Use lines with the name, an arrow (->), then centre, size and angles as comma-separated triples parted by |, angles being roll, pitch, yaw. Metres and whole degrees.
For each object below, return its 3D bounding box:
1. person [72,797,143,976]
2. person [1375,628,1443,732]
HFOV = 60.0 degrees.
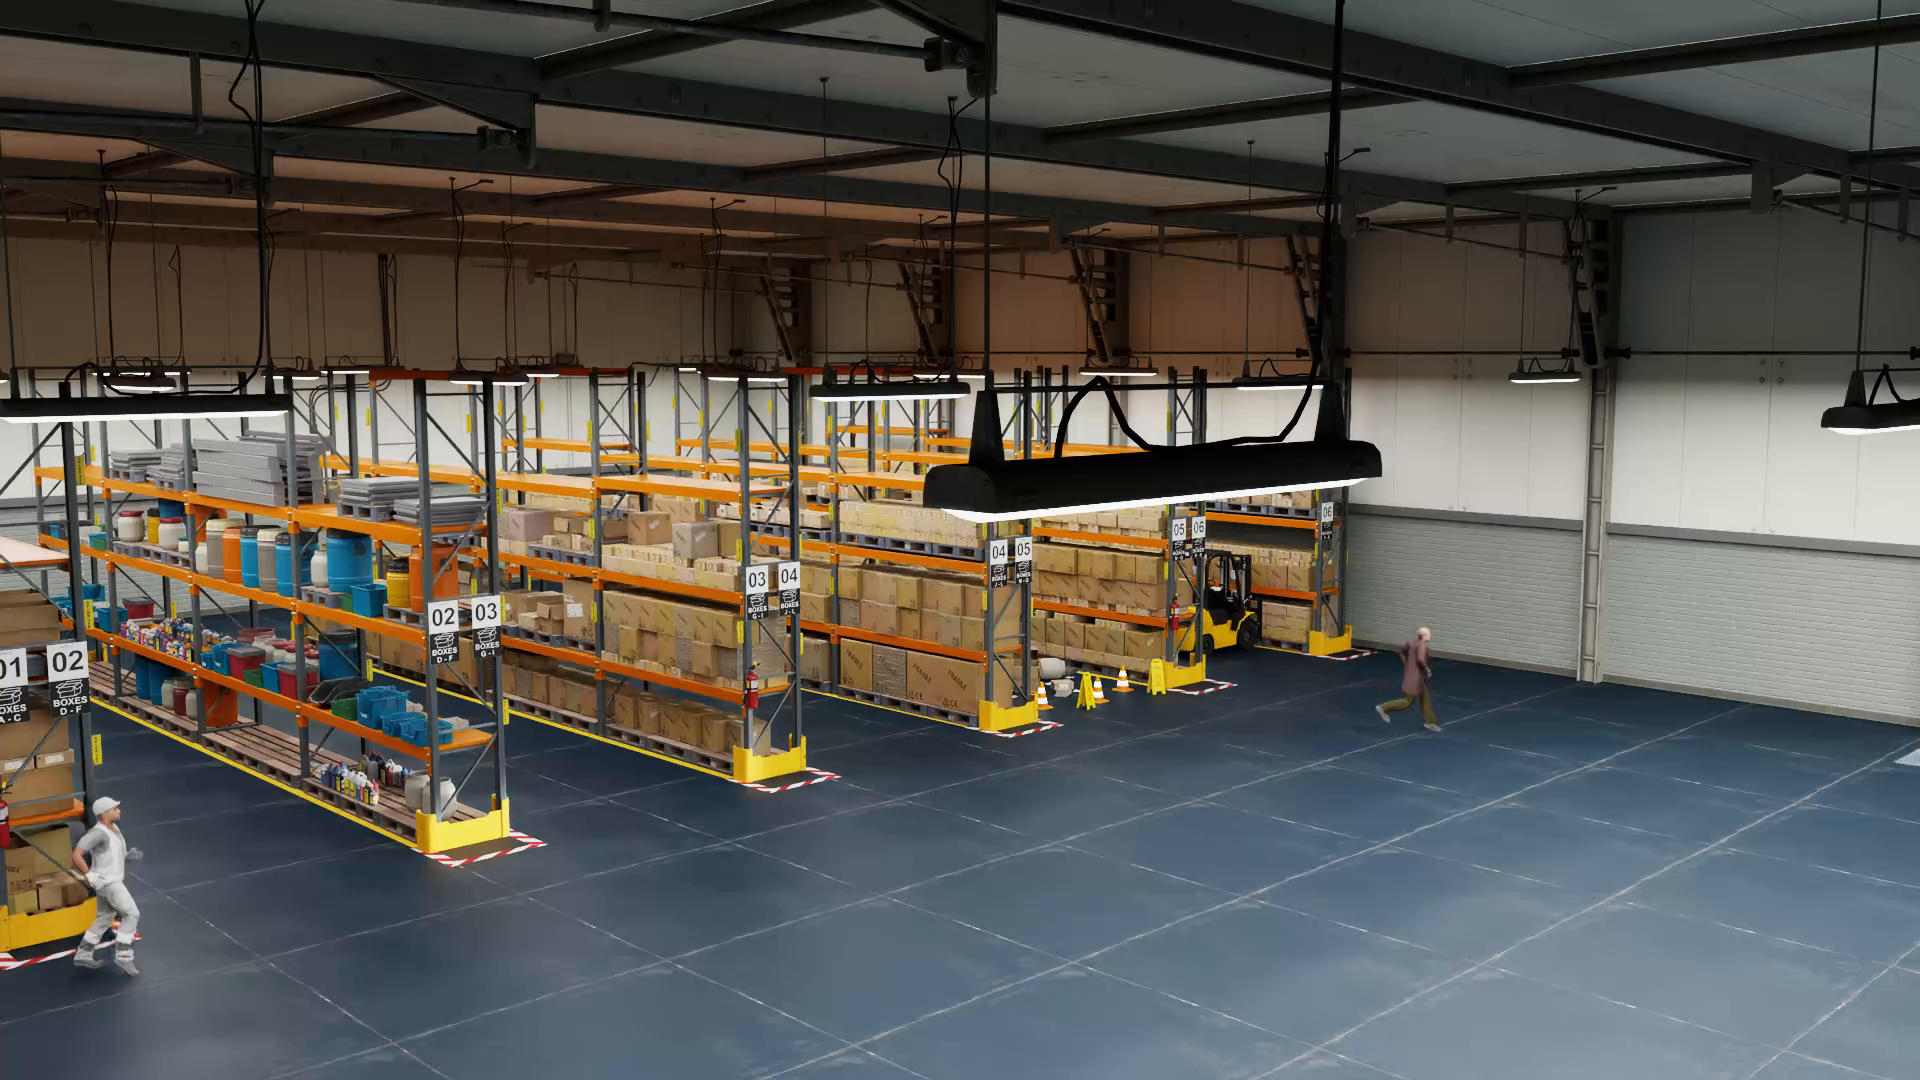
person -> -8.722, 3.547, 17.014 | 0.689, 1.851, 0.691 | -2, 7, -20
person -> 7.518, 2.347, 27.745 | 1.155, 1.778, 0.714 | 0, 6, 1
